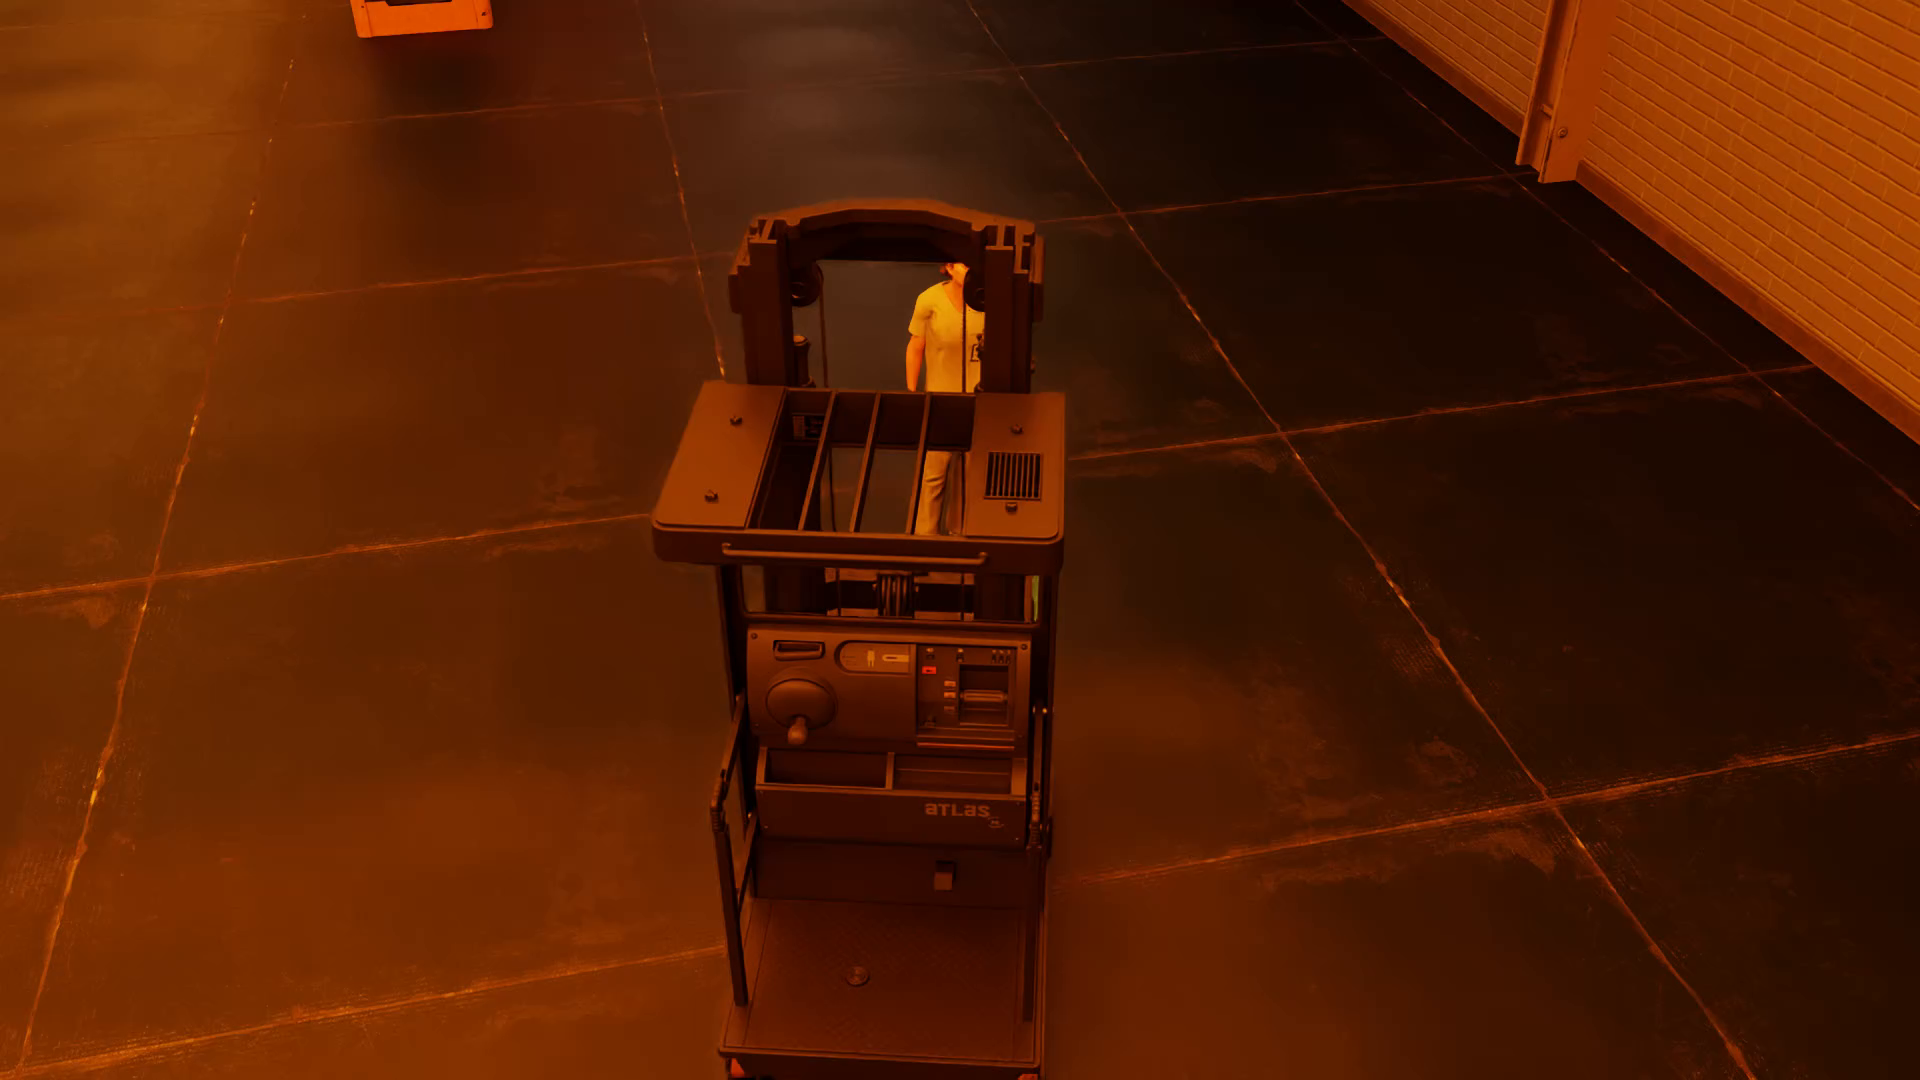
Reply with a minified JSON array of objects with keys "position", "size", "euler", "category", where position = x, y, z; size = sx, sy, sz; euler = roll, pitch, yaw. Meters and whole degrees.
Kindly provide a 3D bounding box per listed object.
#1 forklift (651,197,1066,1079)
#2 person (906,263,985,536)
[{"position":[-0.245,0.554,5.281],"size":[1.130,2.935,3.031],"euler":[2,36,3],"category":"forklift"},{"position":[0.004,-0.642,8.006],"size":[0.550,1.675,0.549],"euler":[-8,36,-11],"category":"person"}]
